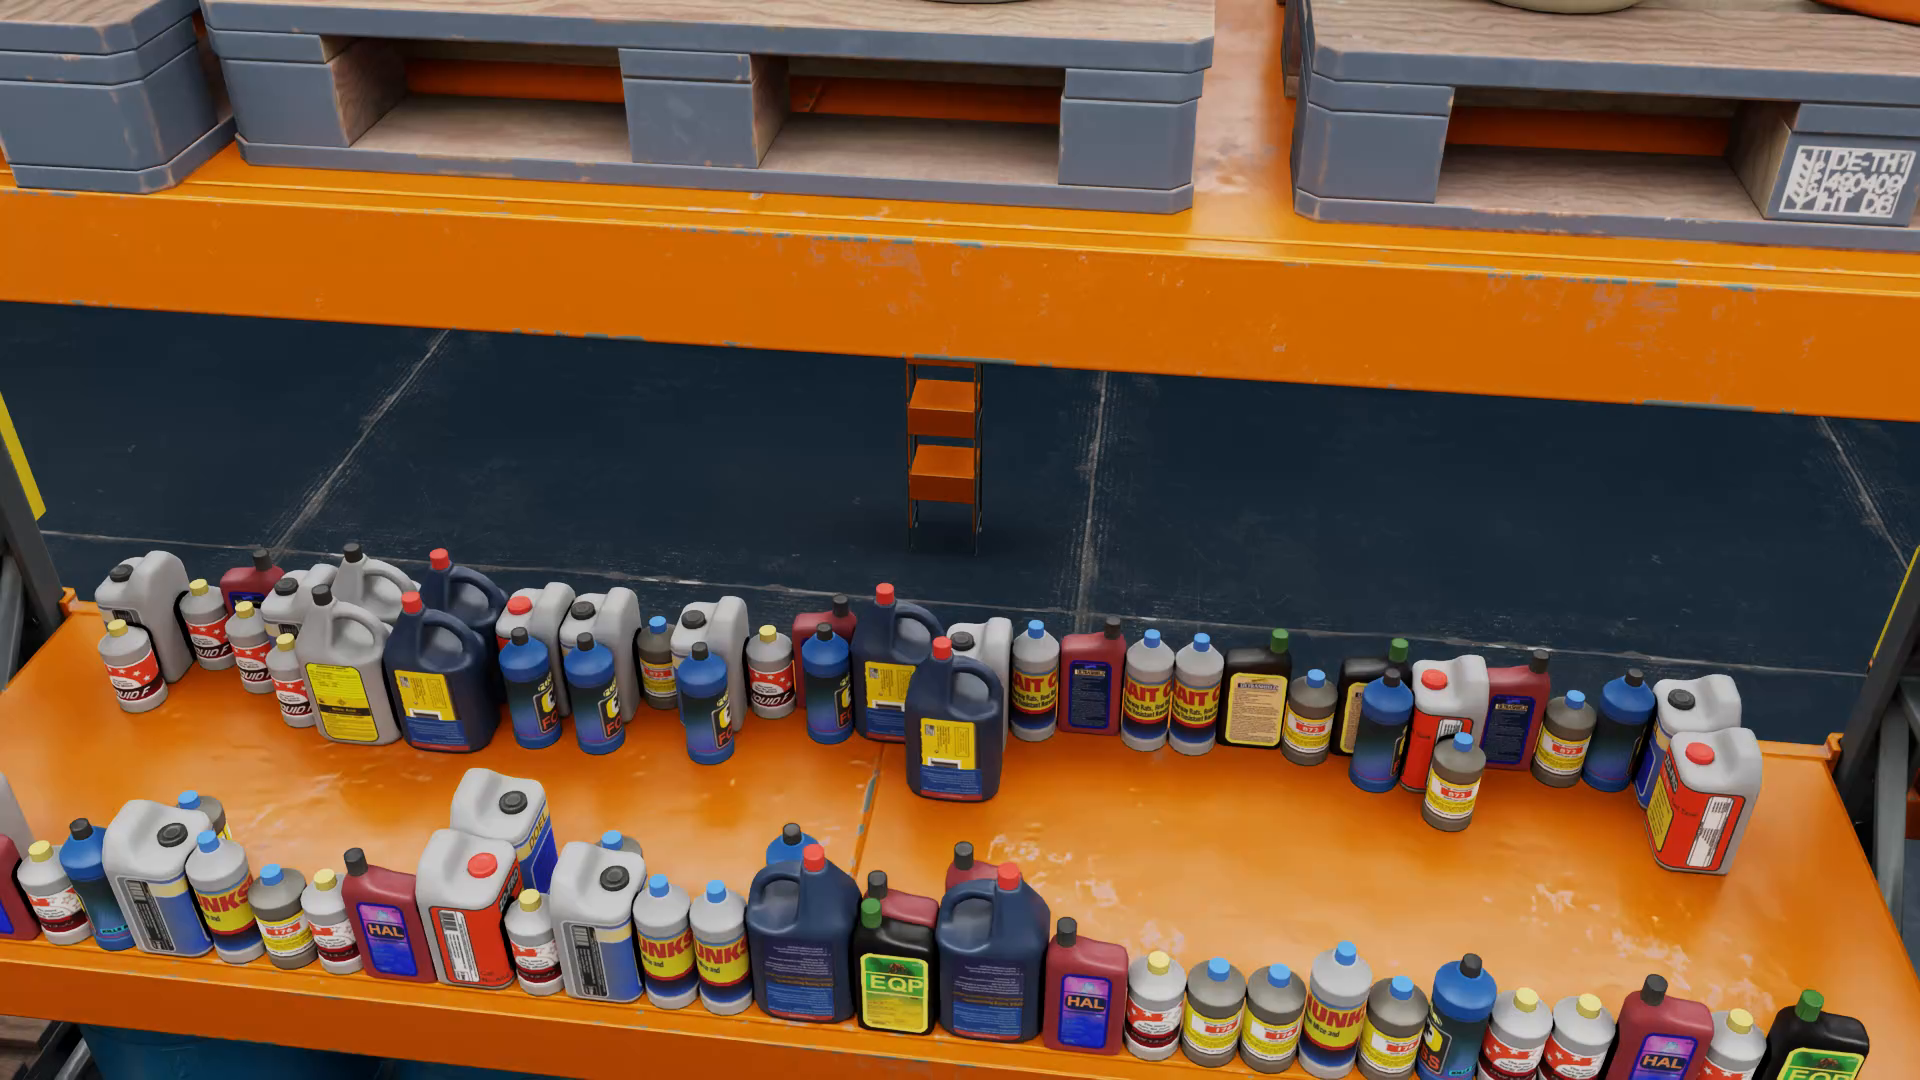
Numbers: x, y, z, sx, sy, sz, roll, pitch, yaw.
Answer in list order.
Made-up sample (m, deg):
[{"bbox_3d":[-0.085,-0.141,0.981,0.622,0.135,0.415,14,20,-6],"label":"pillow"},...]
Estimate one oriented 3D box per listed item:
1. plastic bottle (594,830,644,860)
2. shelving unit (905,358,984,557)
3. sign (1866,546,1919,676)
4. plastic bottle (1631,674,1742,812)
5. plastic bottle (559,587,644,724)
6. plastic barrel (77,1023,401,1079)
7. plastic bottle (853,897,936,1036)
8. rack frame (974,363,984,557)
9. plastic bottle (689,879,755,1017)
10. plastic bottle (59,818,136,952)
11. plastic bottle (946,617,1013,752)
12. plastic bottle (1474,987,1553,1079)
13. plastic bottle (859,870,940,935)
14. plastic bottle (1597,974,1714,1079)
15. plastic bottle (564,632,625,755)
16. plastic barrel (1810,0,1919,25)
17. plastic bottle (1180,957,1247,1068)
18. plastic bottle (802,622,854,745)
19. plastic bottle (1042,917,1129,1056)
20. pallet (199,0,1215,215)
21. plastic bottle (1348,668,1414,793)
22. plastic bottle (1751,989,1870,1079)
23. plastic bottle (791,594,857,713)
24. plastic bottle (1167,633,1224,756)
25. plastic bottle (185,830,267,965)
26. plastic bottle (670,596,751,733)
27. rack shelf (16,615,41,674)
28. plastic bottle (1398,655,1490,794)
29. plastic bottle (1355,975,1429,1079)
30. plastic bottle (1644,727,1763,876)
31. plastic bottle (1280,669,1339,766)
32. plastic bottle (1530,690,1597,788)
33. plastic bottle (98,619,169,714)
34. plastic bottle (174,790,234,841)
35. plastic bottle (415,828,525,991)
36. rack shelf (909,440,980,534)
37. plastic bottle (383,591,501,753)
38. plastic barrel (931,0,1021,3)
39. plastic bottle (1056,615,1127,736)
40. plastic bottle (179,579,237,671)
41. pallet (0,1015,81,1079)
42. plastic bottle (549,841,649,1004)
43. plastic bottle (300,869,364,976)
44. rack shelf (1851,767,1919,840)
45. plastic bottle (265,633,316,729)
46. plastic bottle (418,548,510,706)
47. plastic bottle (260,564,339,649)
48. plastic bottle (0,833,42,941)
[{"bbox_3d":[-0.614,0.606,2.990,0.097,0.201,0.097,0,36,0],"label":"plastic bottle"},{"bbox_3d":[-0.053,-0.431,5.951,0.252,1.050,0.215,4,36,6],"label":"shelving unit"},{"bbox_3d":[1.860,0.171,3.288,0.005,0.325,0.100,4,36,6],"label":"sign"},{"bbox_3d":[1.409,0.387,3.233,0.135,0.276,0.152,4,36,6],"label":"plastic bottle"},{"bbox_3d":[-0.743,0.226,3.458,0.135,0.276,0.152,4,36,6],"label":"plastic bottle"},{"bbox_3d":[-1.633,0.992,3.723,0.708,0.901,0.600,4,36,6],"label":"plastic barrel"},{"bbox_3d":[-0.108,0.710,2.774,0.133,0.283,0.061,4,36,6],"label":"plastic bottle"},{"bbox_3d":[0.068,-0.422,5.938,0.008,1.050,0.200,4,36,6],"label":"rack frame"},{"bbox_3d":[-0.404,0.682,2.823,0.097,0.271,0.097,0,36,0],"label":"plastic bottle"},{"bbox_3d":[-1.516,0.599,2.939,0.097,0.271,0.097,0,36,0],"label":"plastic bottle"},{"bbox_3d":[0.033,0.284,3.376,0.135,0.276,0.152,4,36,6],"label":"plastic bottle"},{"bbox_3d":[0.904,0.808,2.707,0.097,0.201,0.097,0,36,0],"label":"plastic bottle"},{"bbox_3d":[-0.100,0.675,2.823,0.133,0.283,0.061,4,36,6],"label":"plastic bottle"},{"bbox_3d":[1.112,0.801,2.646,0.133,0.283,0.061,4,36,6],"label":"plastic bottle"},{"bbox_3d":[-0.740,0.301,3.356,0.097,0.271,0.097,0,36,0],"label":"plastic bottle"},{"bbox_3d":[1.234,-1.056,1.834,0.708,0.830,0.600,4,36,6],"label":"plastic barrel"},{"bbox_3d":[0.421,0.772,2.757,0.097,0.201,0.097,0,36,0],"label":"plastic bottle"},{"bbox_3d":[-0.270,0.283,3.382,0.097,0.271,0.097,0,36,0],"label":"plastic bottle"},{"bbox_3d":[0.207,0.733,2.741,0.133,0.283,0.061,4,36,6],"label":"plastic bottle"},{"bbox_3d":[-0.256,-0.802,2.371,1.213,0.211,1.003,4,36,6],"label":"pallet"},{"bbox_3d":[0.830,0.365,3.267,0.097,0.271,0.097,0,36,0],"label":"plastic bottle"},{"bbox_3d":[1.341,0.818,2.622,0.133,0.283,0.061,4,36,6],"label":"plastic bottle"},{"bbox_3d":[-0.277,0.231,3.444,0.133,0.283,0.061,4,36,6],"label":"plastic bottle"},{"bbox_3d":[0.477,0.303,3.354,0.097,0.271,0.097,0,36,0],"label":"plastic bottle"},{"bbox_3d":[-1.286,0.616,2.915,0.097,0.271,0.097,0,36,0],"label":"plastic bottle"},{"bbox_3d":[-0.513,0.243,3.434,0.135,0.276,0.152,4,36,6],"label":"plastic bottle"},{"bbox_3d":[-4.155,0.403,3.722,4.000,0.370,1.077,4,36,6],"label":"rack shelf"},{"bbox_3d":[0.950,0.353,3.281,0.135,0.276,0.152,4,36,6],"label":"plastic bottle"},{"bbox_3d":[0.710,0.794,2.727,0.097,0.201,0.097,0,36,0],"label":"plastic bottle"},{"bbox_3d":[1.389,0.474,3.110,0.135,0.276,0.152,4,36,6],"label":"plastic bottle"},{"bbox_3d":[0.706,0.349,3.350,0.097,0.201,0.097,0,36,0],"label":"plastic bottle"},{"bbox_3d":[1.201,0.386,3.299,0.097,0.201,0.097,0,36,0],"label":"plastic bottle"},{"bbox_3d":[-1.736,0.256,3.481,0.097,0.201,0.097,0,36,0],"label":"plastic bottle"},{"bbox_3d":[-1.400,0.547,3.072,0.097,0.201,0.097,0,36,0],"label":"plastic bottle"},{"bbox_3d":[-0.842,0.631,2.890,0.135,0.276,0.152,4,36,6],"label":"plastic bottle"},{"bbox_3d":[-0.053,-0.196,6.118,0.240,0.259,0.215,4,36,6],"label":"rack shelf"},{"bbox_3d":[-1.052,0.255,3.353,0.185,0.351,0.144,4,36,6],"label":"plastic bottle"},{"bbox_3d":[0.019,-0.937,1.920,0.433,0.535,0.433,0,36,0],"label":"plastic barrel"},{"bbox_3d":[0.268,0.272,3.387,0.133,0.283,0.061,4,36,6],"label":"plastic bottle"},{"bbox_3d":[-1.620,0.175,3.593,0.097,0.201,0.097,0,36,0],"label":"plastic bottle"},{"bbox_3d":[-2.905,1.362,4.160,1.213,0.211,1.003,4,36,6],"label":"pallet"},{"bbox_3d":[-0.612,0.649,2.866,0.135,0.276,0.152,4,36,6],"label":"plastic bottle"},{"bbox_3d":[-1.093,0.659,2.915,0.097,0.201,0.097,0,36,0],"label":"plastic bottle"},{"bbox_3d":[3.780,0.995,2.892,4.000,0.370,1.077,4,36,6],"label":"rack shelf"},{"bbox_3d":[-1.374,0.283,3.443,0.097,0.201,0.097,0,36,0],"label":"plastic bottle"},{"bbox_3d":[-1.034,0.172,3.470,0.185,0.351,0.144,4,36,6],"label":"plastic bottle"},{"bbox_3d":[-1.376,0.179,3.524,0.135,0.276,0.152,4,36,6],"label":"plastic bottle"},{"bbox_3d":[-1.729,0.589,2.943,0.133,0.283,0.061,4,36,6],"label":"plastic bottle"}]
